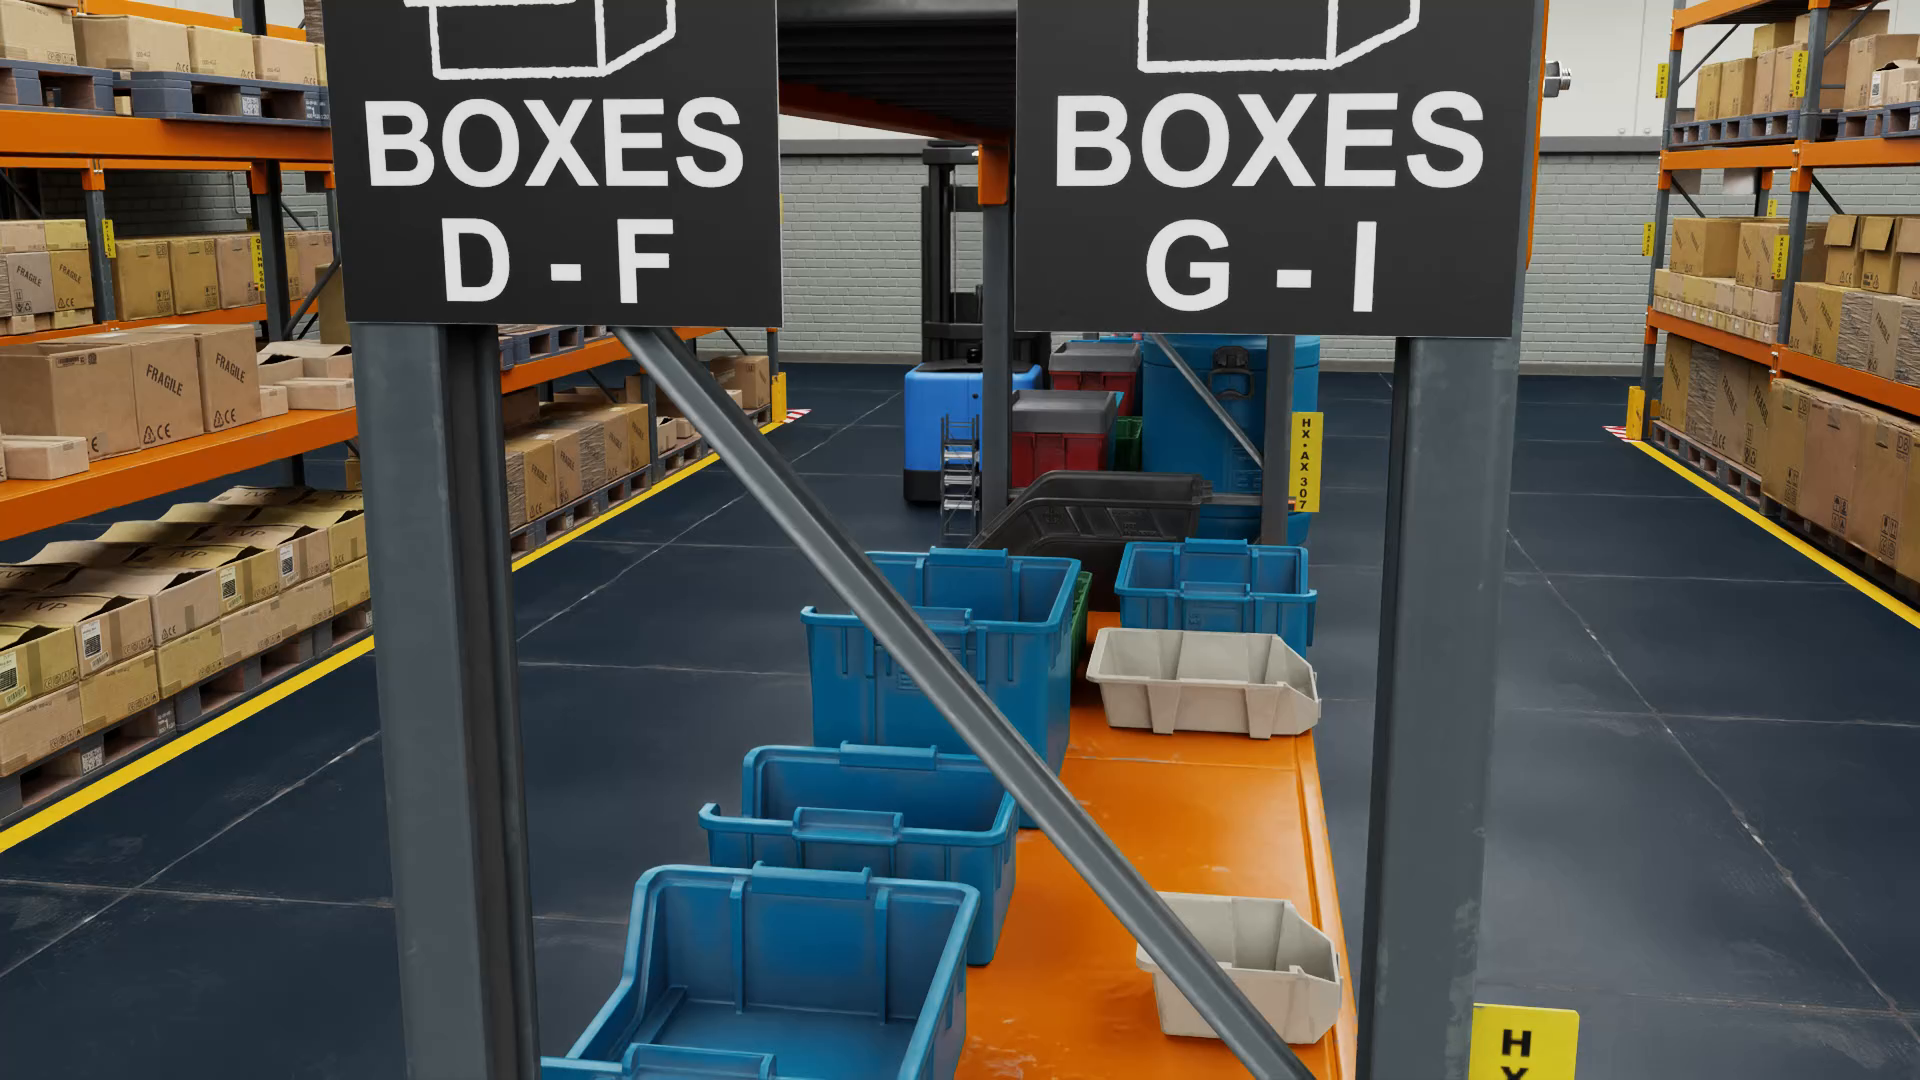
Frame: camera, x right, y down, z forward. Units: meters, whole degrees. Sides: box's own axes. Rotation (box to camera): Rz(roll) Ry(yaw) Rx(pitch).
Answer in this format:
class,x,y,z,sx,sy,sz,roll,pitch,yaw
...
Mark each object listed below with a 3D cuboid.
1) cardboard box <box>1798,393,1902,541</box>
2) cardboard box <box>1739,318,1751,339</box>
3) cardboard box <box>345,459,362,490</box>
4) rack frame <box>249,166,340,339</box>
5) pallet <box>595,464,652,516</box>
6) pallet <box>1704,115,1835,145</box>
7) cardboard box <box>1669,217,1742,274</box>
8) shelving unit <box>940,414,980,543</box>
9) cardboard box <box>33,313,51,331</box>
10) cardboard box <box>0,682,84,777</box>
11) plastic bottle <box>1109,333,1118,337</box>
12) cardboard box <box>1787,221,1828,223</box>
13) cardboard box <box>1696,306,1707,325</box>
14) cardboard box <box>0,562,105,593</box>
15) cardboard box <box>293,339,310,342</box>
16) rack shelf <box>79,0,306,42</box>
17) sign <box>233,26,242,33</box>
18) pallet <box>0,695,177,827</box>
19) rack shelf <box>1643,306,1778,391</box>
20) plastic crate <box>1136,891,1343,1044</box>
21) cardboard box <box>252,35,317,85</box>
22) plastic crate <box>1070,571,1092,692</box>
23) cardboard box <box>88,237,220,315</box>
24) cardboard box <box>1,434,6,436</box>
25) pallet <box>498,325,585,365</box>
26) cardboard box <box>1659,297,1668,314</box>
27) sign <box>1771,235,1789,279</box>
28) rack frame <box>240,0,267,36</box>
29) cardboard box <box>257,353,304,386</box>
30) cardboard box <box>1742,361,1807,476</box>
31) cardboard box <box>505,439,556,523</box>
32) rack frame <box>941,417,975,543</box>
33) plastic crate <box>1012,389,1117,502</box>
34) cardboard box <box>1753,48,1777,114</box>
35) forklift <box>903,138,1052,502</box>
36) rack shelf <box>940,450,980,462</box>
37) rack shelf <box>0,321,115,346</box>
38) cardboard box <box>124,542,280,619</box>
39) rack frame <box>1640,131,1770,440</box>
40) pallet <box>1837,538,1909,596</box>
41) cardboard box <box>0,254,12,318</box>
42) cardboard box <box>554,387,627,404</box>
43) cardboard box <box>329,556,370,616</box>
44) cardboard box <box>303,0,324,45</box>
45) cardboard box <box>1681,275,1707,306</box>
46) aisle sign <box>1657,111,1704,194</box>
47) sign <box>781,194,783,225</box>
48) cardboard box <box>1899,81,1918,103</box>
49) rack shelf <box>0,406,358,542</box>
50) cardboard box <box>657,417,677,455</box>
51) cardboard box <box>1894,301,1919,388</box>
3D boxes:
class,x,y,z,sx,sy,sz,roll,pitch,yaw
cardboard box,6.486,-0.488,11.186,1.225,0.875,0.875,1,12,7
cardboard box,6.503,-1.700,13.358,0.380,0.149,0.250,2,12,8
cardboard box,-3.790,-0.326,11.276,0.500,0.500,0.500,2,12,11
rack frame,-7.367,-2.956,18.589,1.000,3.000,0.127,2,12,9
pallet,-3.175,-0.430,13.486,1.003,0.211,1.213,2,12,9
pallet,7.027,-3.488,14.148,1.003,0.211,1.213,2,12,9
cardboard box,6.899,-2.718,15.354,0.500,0.500,0.500,2,12,7
shelving unit,0.001,-0.442,11.906,0.258,0.900,0.210,2,12,9
cardboard box,-7.854,-1.825,13.890,0.380,0.149,0.250,2,12,10
cardboard box,-4.010,0.765,6.854,0.500,0.250,0.500,2,12,7
plastic bottle,1.008,-1.248,10.943,0.061,0.283,0.133,2,12,9
cardboard box,7.186,-2.382,13.798,0.500,0.500,0.500,1,12,7
cardboard box,6.700,-1.968,14.602,0.380,0.149,0.250,2,12,7
cardboard box,-4.385,0.261,7.862,0.500,0.311,0.500,2,12,8
cardboard box,-7.216,-2.075,17.897,0.380,0.149,0.250,2,12,8
rack shelf,-7.675,-4.925,16.143,1.077,0.370,4.000,2,12,9
sign,-4.238,-2.868,9.833,0.100,0.325,0.005,2,12,9
pallet,-4.243,0.910,7.268,1.003,0.211,1.213,2,12,9
rack shelf,7.009,-1.706,14.499,1.077,0.370,4.000,2,12,9
plastic crate,0.417,0.649,2.488,0.298,0.136,0.250,2,12,9
cardboard box,-3.779,-2.523,8.820,0.500,0.250,0.500,2,12,10
plastic crate,0.089,0.240,4.262,0.450,0.188,0.662,2,12,9
cardboard box,-7.765,-2.534,15.919,0.980,0.700,0.700,2,12,7
cardboard box,-4.364,-0.421,7.148,0.396,0.266,0.258,2,12,7
pallet,-3.408,-1.442,12.020,1.003,0.211,1.213,2,12,9
cardboard box,6.897,-2.235,15.840,0.380,0.149,0.250,2,12,8
sign,6.152,-2.121,12.473,0.100,0.325,0.005,2,12,9
rack frame,-3.702,-4.063,9.488,1.000,3.000,0.127,2,12,9
cardboard box,-4.031,-0.907,9.295,0.500,0.311,0.500,2,12,8
cardboard box,6.881,-0.943,13.296,0.875,0.875,0.875,2,12,9
cardboard box,-3.193,-0.423,11.724,0.500,0.500,0.500,2,12,8
rack frame,-0.014,-0.420,11.808,0.240,0.900,0.006,2,12,9
plastic crate,0.349,-0.279,6.015,0.402,0.464,0.583,2,12,9
cardboard box,6.849,-3.688,13.393,0.700,0.500,0.500,3,12,12
forklift,0.252,-1.977,14.209,1.130,2.935,3.031,2,12,7
rack shelf,0.001,-0.585,11.876,0.258,0.077,0.200,2,12,9
rack shelf,-8.290,-1.355,12.869,1.077,0.370,4.000,2,12,9
cardboard box,-3.772,0.169,8.290,0.500,0.311,0.500,2,12,10
rack frame,7.316,-2.474,16.355,1.000,3.000,0.127,2,12,9
pallet,6.471,0.139,10.846,1.003,0.211,1.213,2,12,9
cardboard box,-7.959,-2.012,13.219,0.500,0.500,0.500,2,12,9
cardboard box,-3.280,-1.084,14.794,0.500,0.500,0.500,2,12,9
cardboard box,-3.618,0.233,9.322,0.500,0.250,0.500,2,12,8
cardboard box,-3.629,-3.225,10.109,0.500,0.500,0.500,2,12,9
cardboard box,6.821,-2.242,14.928,0.500,0.250,0.500,1,12,7
aisle sign,7.031,-3.770,16.195,0.394,0.787,0.004,2,12,9
sign,-1.926,-3.494,17.590,0.100,0.325,0.005,2,12,9
cardboard box,6.324,-2.885,10.741,0.380,0.149,0.250,1,12,6
rack shelf,-4.010,-0.363,8.264,1.077,0.370,4.000,2,12,9
cardboard box,-2.809,-0.944,14.594,0.500,0.311,0.500,2,12,9
cardboard box,6.076,-1.180,10.113,0.500,0.500,0.500,1,12,7
